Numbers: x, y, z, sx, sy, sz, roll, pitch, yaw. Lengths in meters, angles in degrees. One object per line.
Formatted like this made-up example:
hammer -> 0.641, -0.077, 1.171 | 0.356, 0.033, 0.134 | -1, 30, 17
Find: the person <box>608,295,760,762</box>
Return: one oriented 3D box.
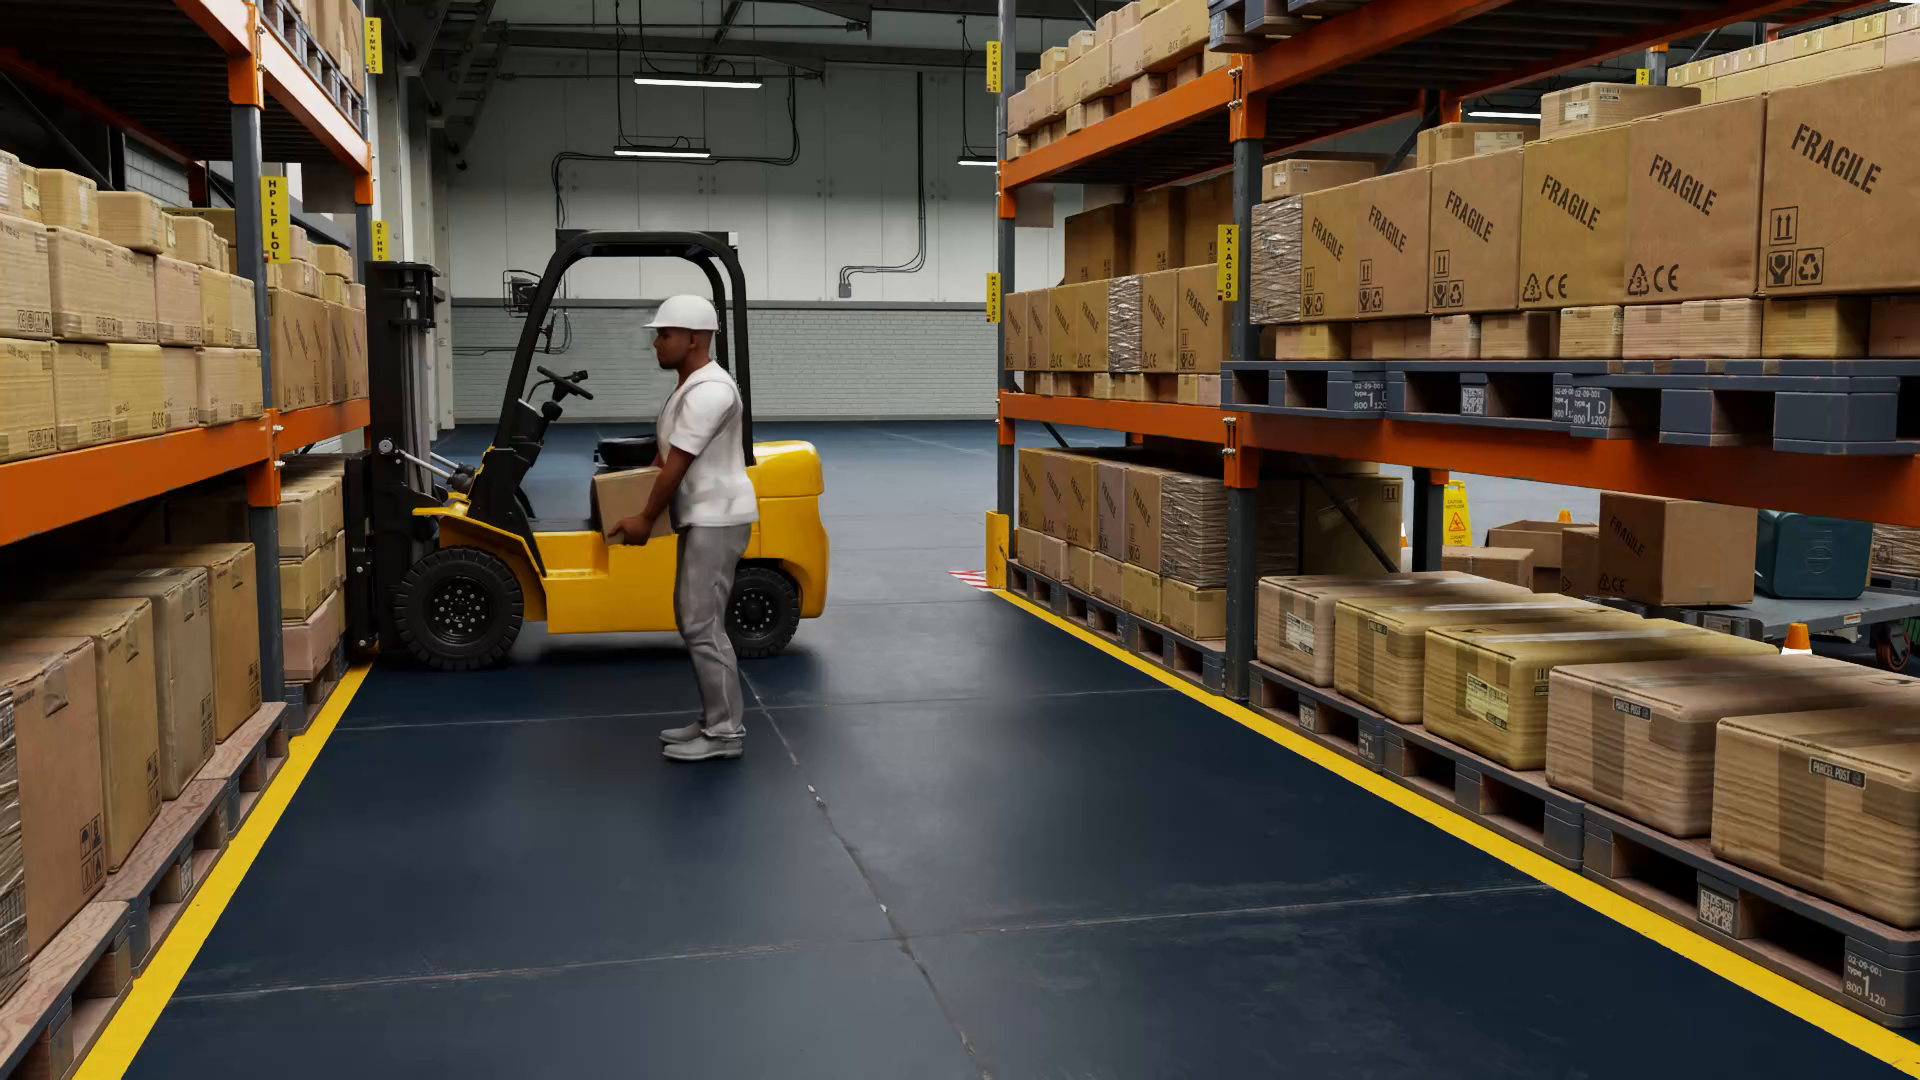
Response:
person -> -1.061, -0.050, 6.358 | 0.575, 1.756, 0.505 | -2, 6, -15
